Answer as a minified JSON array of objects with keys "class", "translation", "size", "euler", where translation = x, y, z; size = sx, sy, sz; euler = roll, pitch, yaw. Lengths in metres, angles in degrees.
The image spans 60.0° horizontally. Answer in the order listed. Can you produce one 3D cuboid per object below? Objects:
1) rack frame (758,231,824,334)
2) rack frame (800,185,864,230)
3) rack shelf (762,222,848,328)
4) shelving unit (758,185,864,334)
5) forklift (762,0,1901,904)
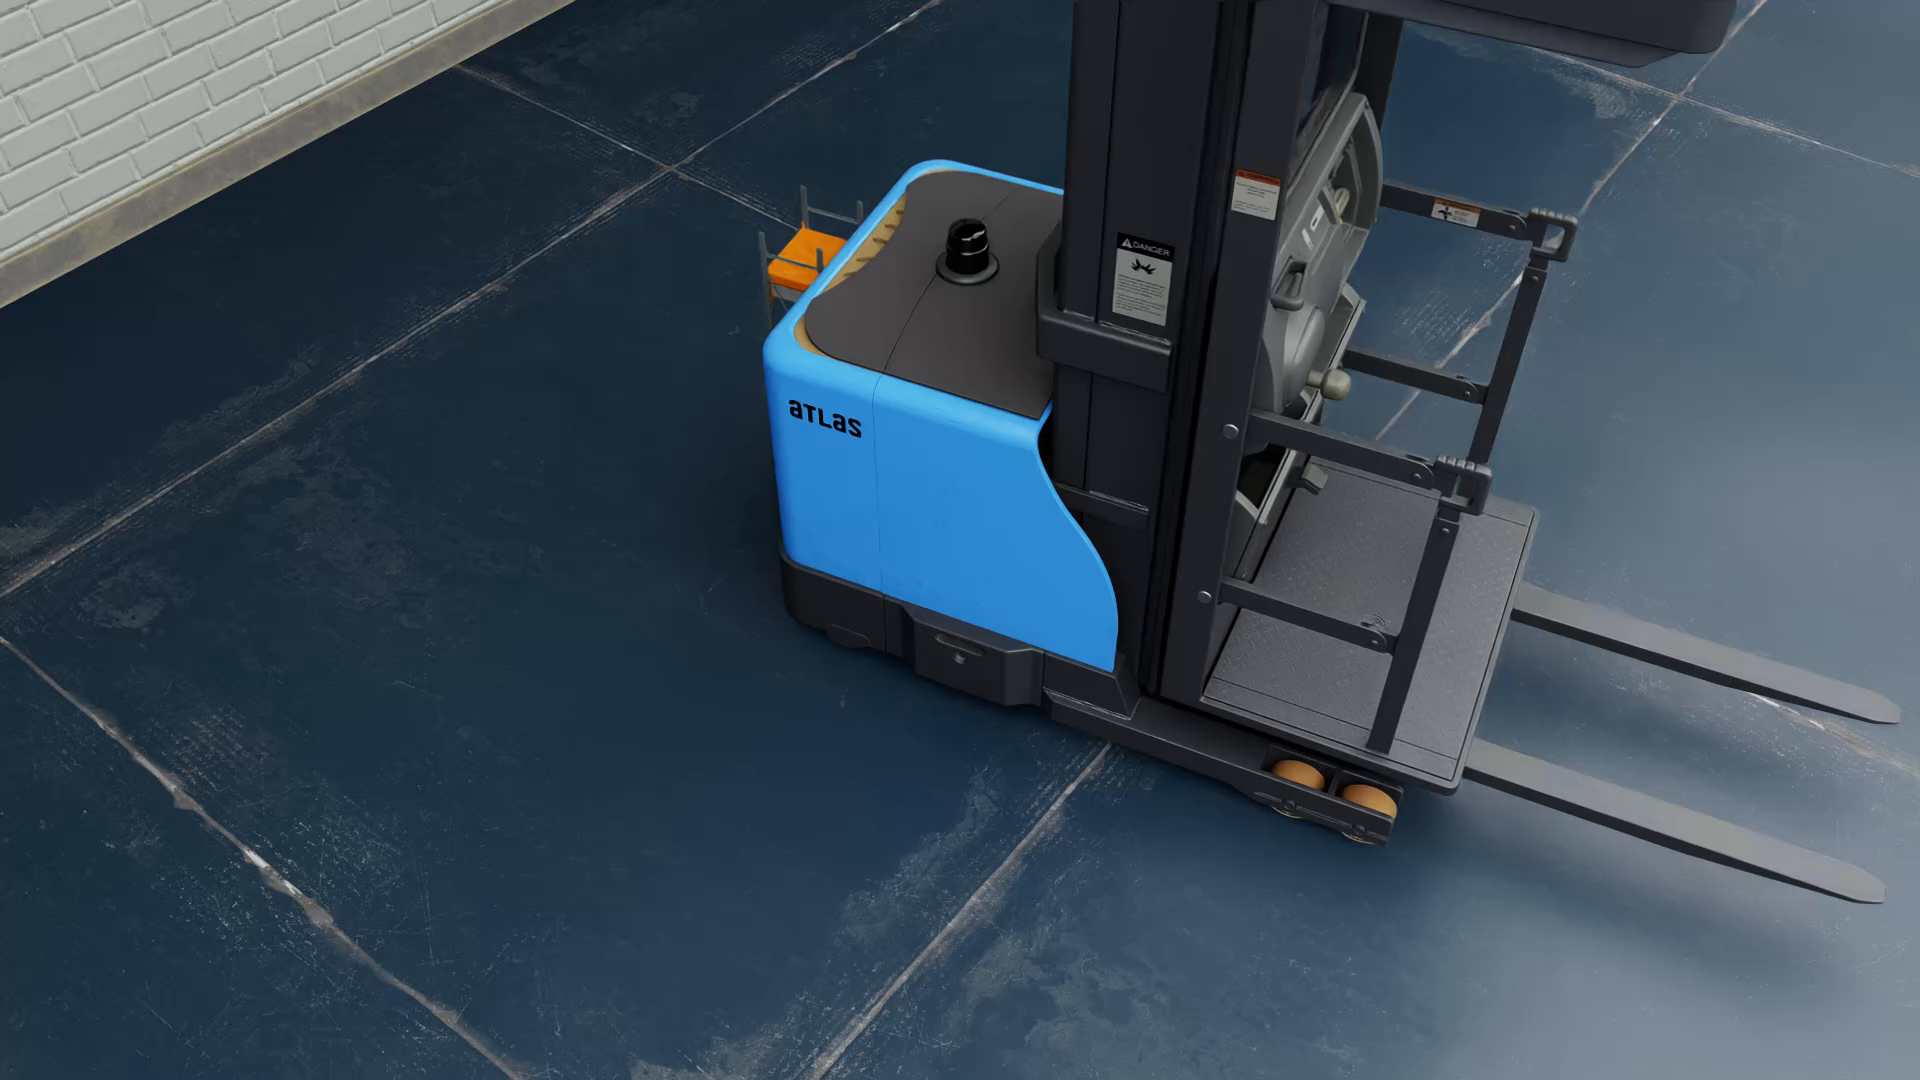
[{"class":"rack frame","translation":[-0.468,-0.463,4.966],"size":[0.200,1.050,0.008],"euler":[18,49,17]},{"class":"rack frame","translation":[-0.367,-0.623,5.119],"size":[0.200,1.050,0.008],"euler":[18,49,17]},{"class":"rack shelf","translation":[-0.418,-0.732,4.845],"size":[0.215,0.259,0.240],"euler":[18,49,17]},{"class":"shelving unit","translation":[-0.417,-0.543,5.042],"size":[0.215,1.050,0.252],"euler":[18,49,17]},{"class":"forklift","translation":[1.035,-0.640,3.834],"size":[3.031,2.935,1.130],"euler":[18,49,17]}]
